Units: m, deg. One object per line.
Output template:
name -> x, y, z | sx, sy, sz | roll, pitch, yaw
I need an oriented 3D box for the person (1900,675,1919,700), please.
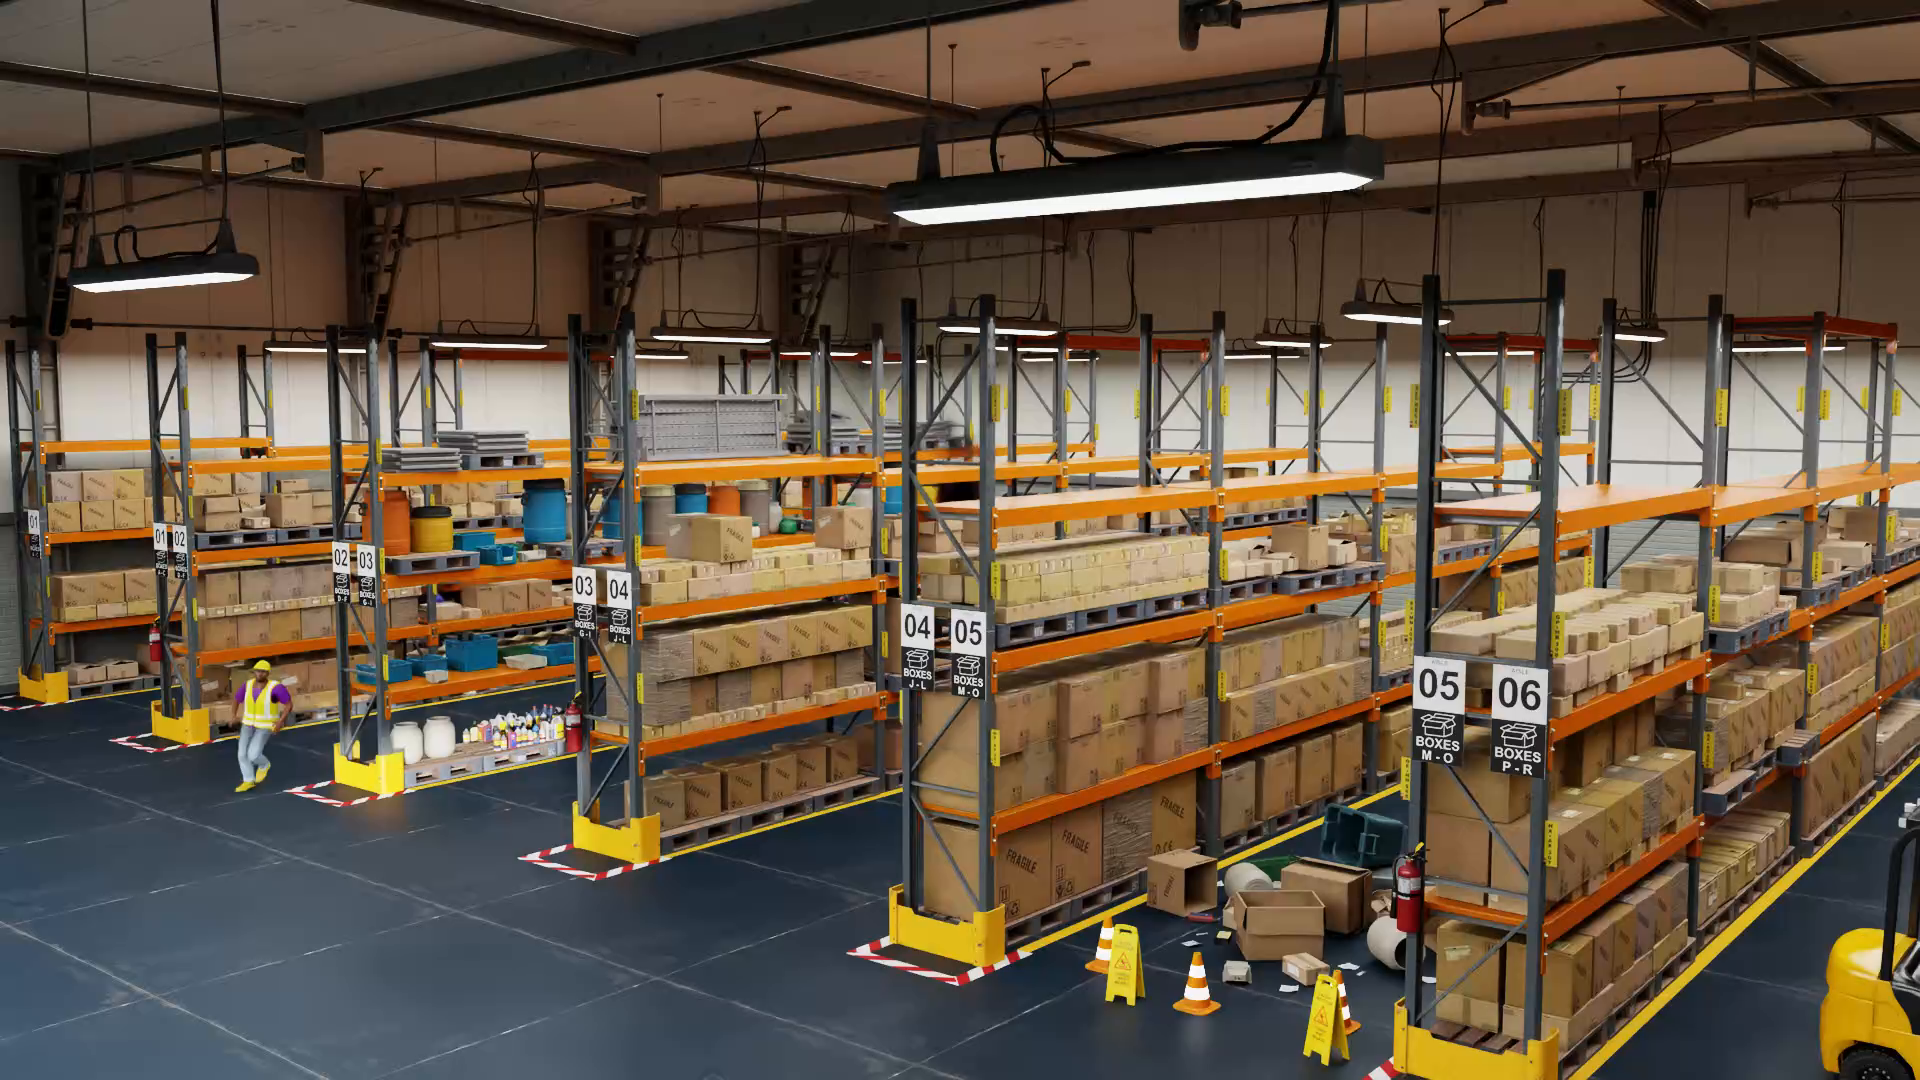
person -> 14.831, 2.001, 25.641 | 0.864, 1.719, 0.752 | -4, 7, -39

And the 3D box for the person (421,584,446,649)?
person -> -9.649, 1.605, 30.646 | 0.546, 1.725, 0.742 | 3, 6, 33

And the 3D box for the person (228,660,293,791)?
person -> -9.051, 2.393, 21.467 | 0.757, 1.702, 0.531 | 1, 5, 6
